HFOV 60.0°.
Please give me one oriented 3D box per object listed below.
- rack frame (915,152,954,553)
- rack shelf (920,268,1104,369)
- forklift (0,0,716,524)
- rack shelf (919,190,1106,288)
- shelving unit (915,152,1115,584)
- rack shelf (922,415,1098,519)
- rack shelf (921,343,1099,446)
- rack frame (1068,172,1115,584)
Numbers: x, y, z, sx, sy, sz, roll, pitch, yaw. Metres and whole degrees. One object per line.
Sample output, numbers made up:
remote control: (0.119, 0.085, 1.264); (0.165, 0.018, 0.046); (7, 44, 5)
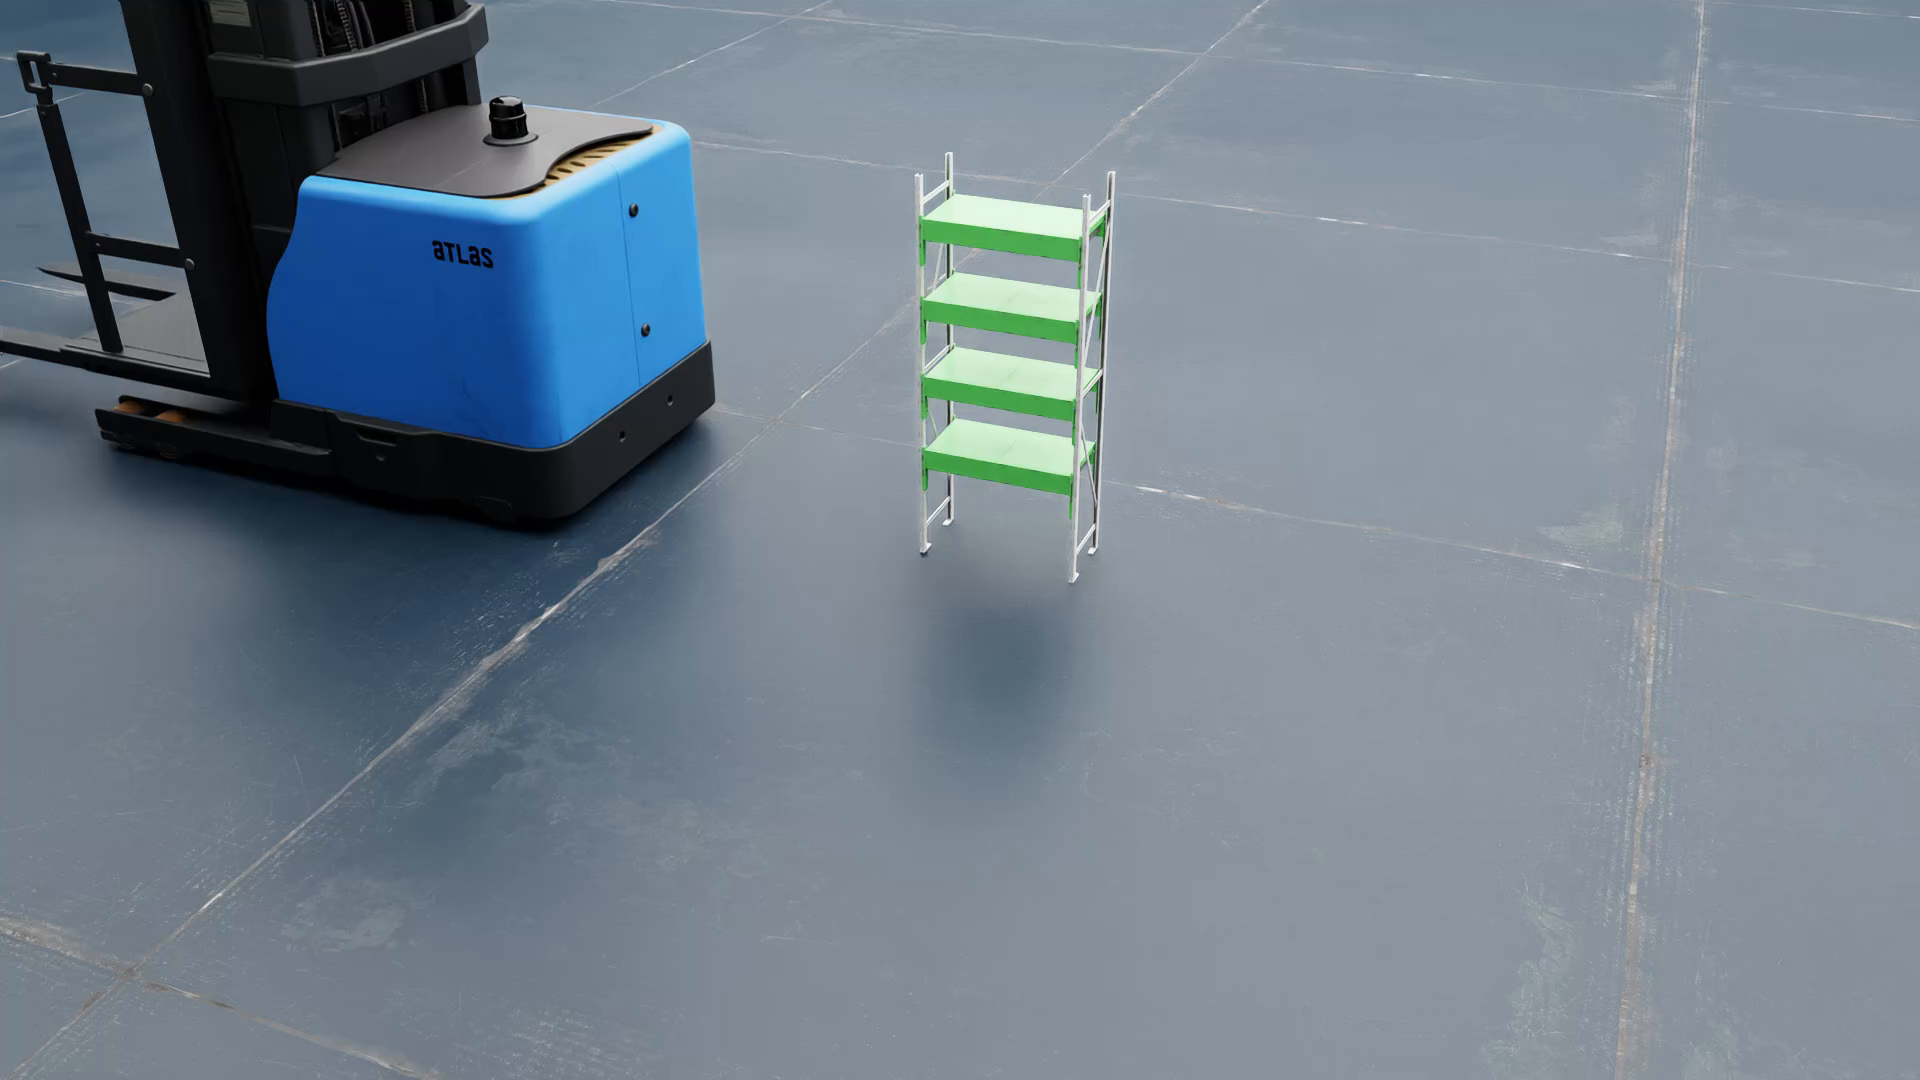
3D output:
rack frame: (-0.073, -0.537, 4.980); (0.015, 1.200, 0.240); (11, 31, 19)
rack shelf: (0.153, -0.645, 4.814); (0.480, 0.148, 0.258); (11, 31, 19)
forklift: (-2.448, -1.782, 5.424); (3.031, 2.935, 1.130); (11, 31, 19)
rack shelf: (0.153, -0.854, 4.696); (0.480, 0.148, 0.258); (11, 31, 19)
shelving unit: (0.153, -0.492, 4.901); (0.503, 1.200, 0.258); (11, 31, 19)
rack shelf: (0.153, -0.227, 5.050); (0.480, 0.148, 0.258); (11, 31, 19)
rack shelf: (0.153, -0.436, 4.932); (0.480, 0.148, 0.258); (11, 31, 19)
rack frame: (0.379, -0.447, 4.821); (0.015, 1.200, 0.240); (11, 31, 19)
